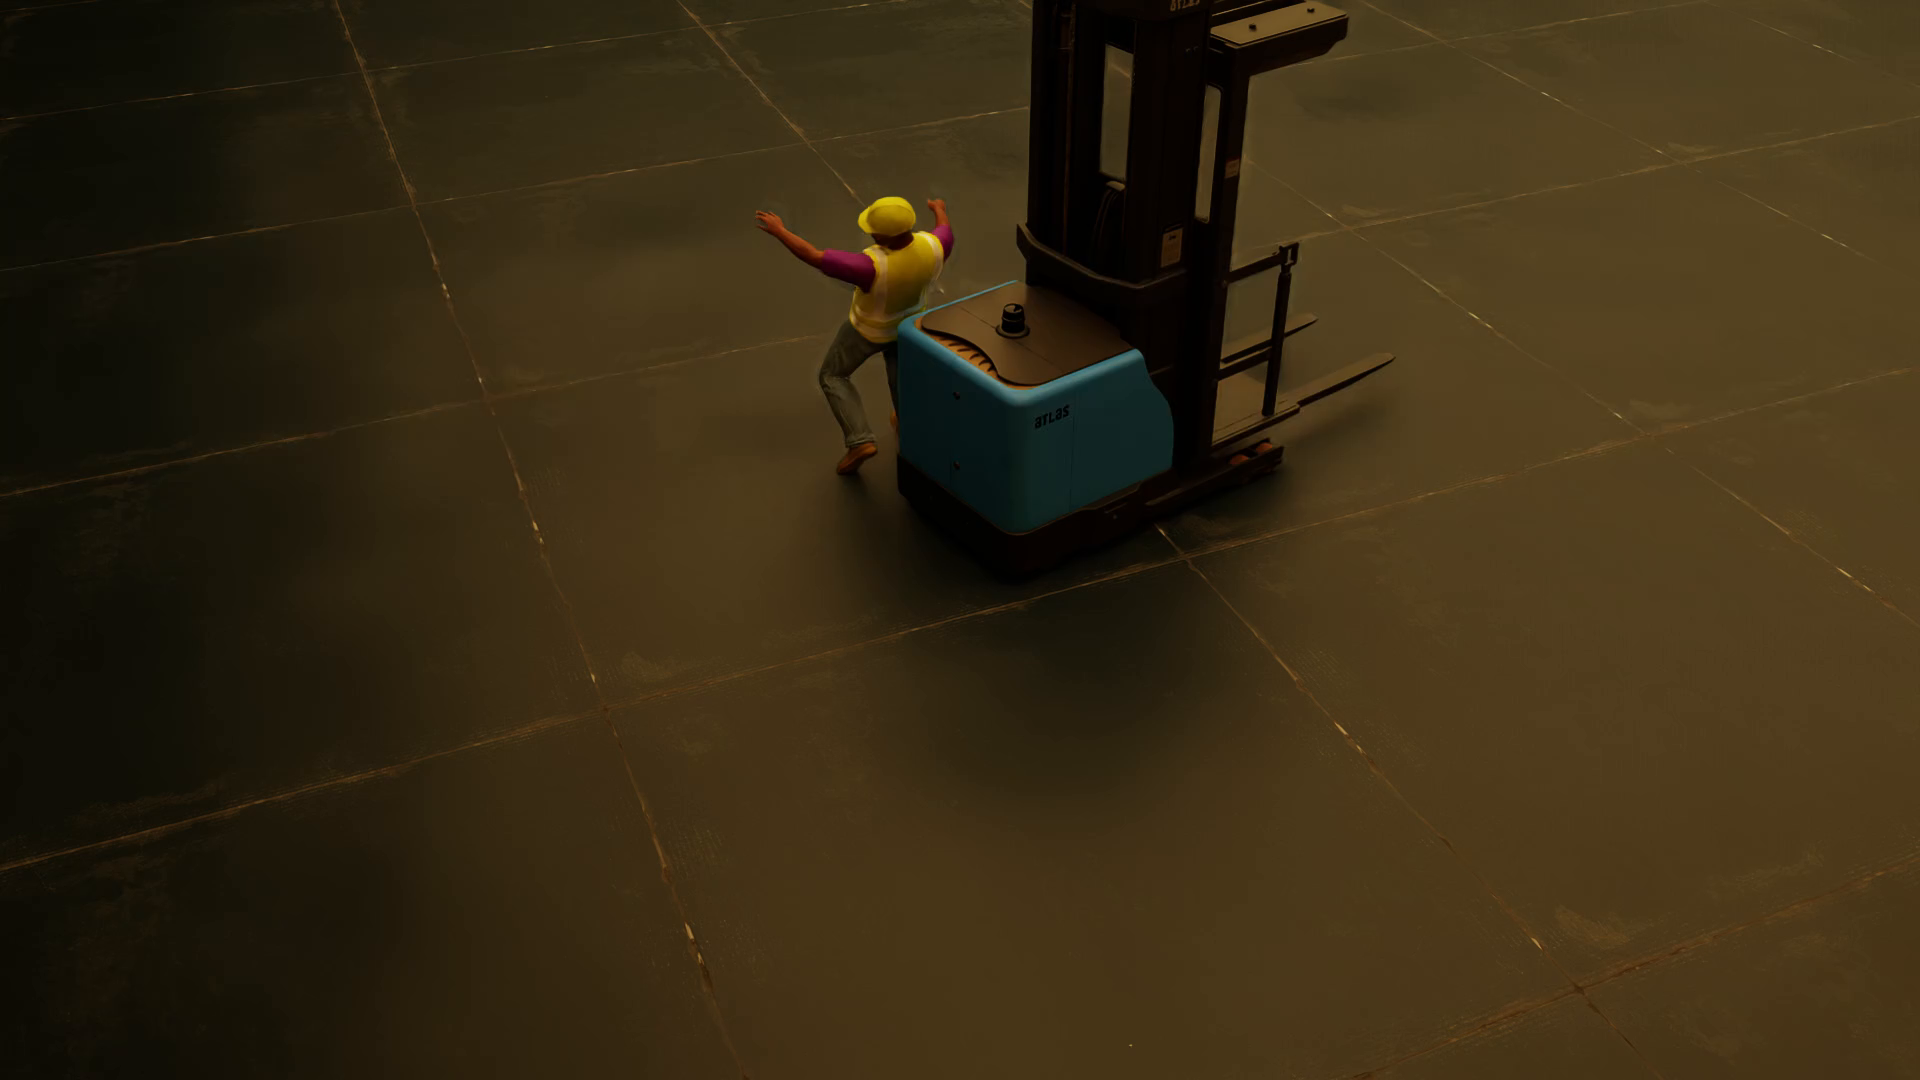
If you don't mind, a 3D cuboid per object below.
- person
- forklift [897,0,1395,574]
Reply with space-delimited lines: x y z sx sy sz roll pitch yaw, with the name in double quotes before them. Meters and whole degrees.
"person" -0.410 -1.199 9.002 1.162 1.635 0.723 -21 40 -26
"forklift" 1.150 -1.714 8.509 3.031 2.935 1.130 -24 42 -30
